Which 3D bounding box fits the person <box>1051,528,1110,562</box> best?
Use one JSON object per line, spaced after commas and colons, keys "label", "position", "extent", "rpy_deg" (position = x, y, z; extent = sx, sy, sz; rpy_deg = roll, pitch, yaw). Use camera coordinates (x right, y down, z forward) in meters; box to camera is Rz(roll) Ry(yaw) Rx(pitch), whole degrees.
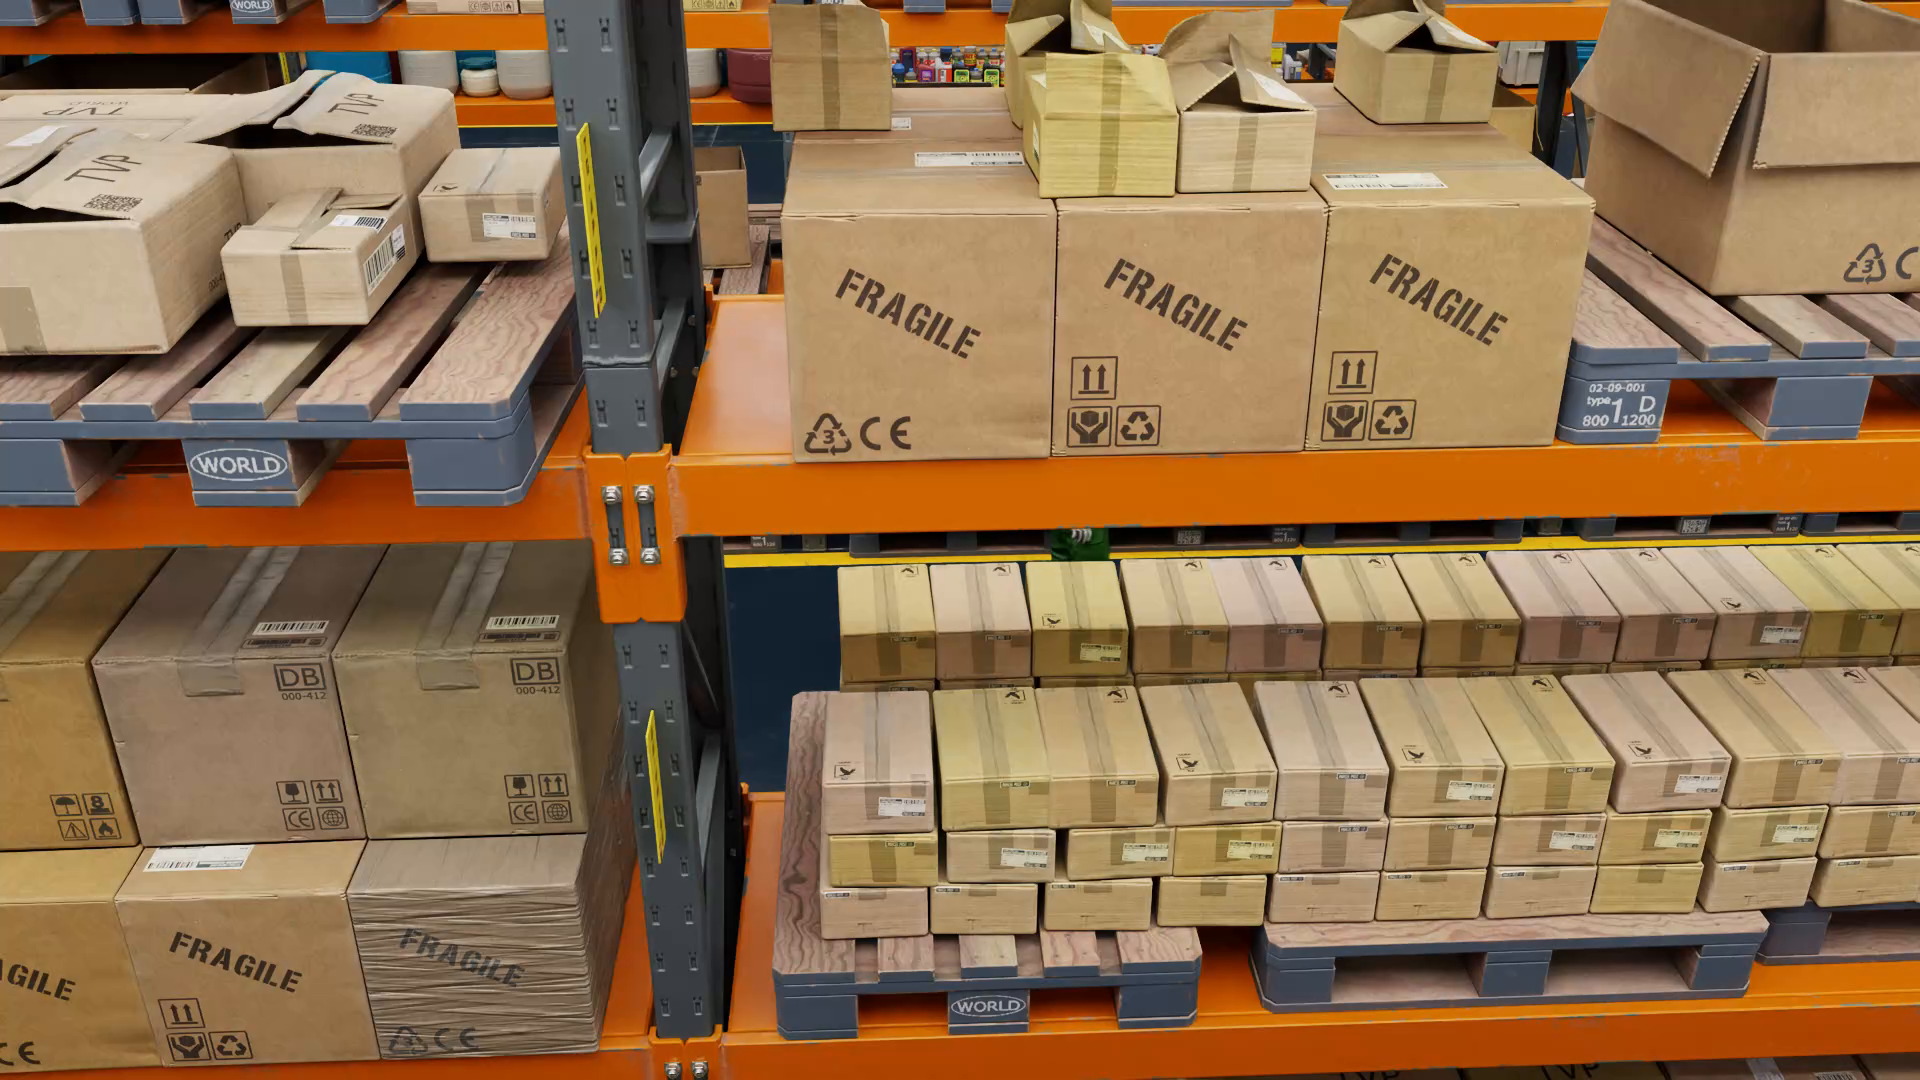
{"label": "person", "position": [0.519, -0.238, 7.542], "extent": [0.527, 1.790, 0.575], "rpy_deg": [-4, 28, -8]}
